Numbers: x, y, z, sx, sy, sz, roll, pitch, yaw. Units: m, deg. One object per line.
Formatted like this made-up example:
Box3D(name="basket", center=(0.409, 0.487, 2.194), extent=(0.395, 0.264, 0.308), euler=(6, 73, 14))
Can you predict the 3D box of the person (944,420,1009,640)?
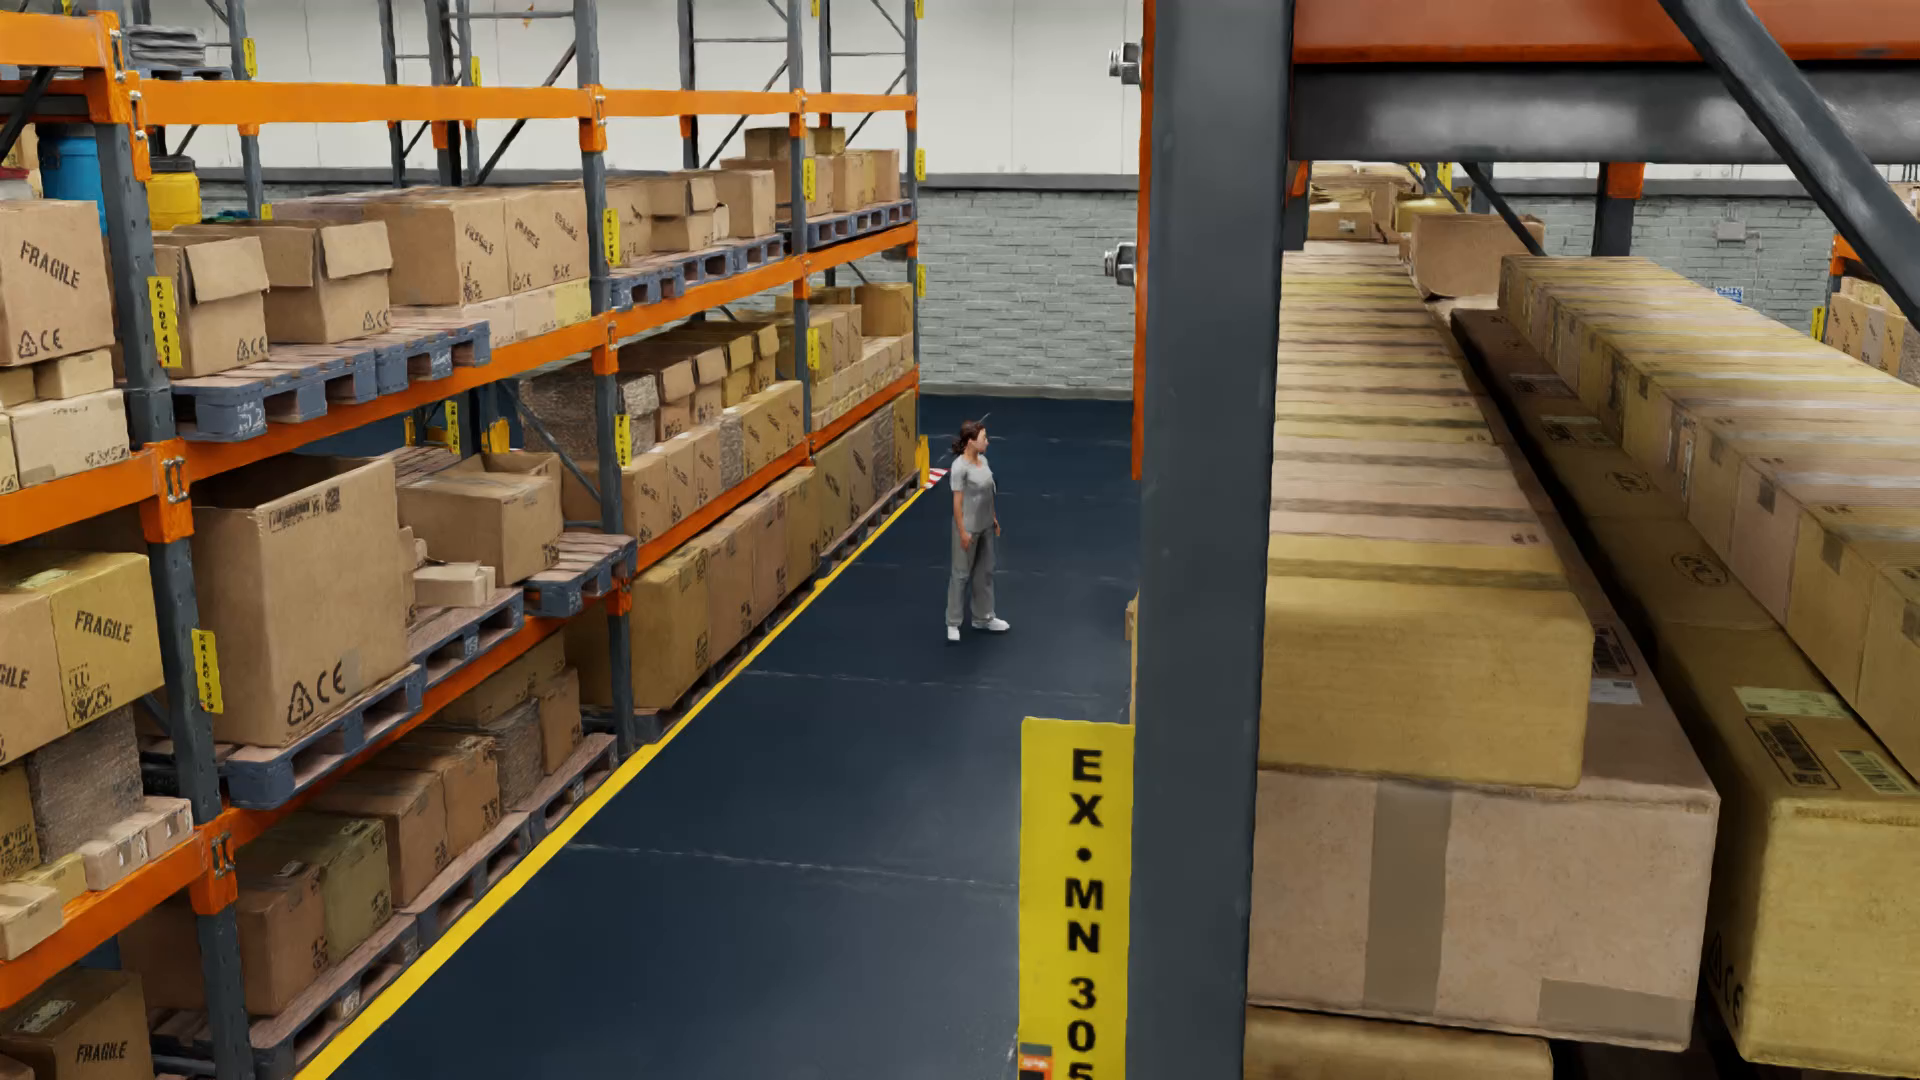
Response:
Box3D(name="person", center=(0.102, -0.089, 12.757), extent=(0.380, 1.676, 0.564), euler=(11, 18, 37))
